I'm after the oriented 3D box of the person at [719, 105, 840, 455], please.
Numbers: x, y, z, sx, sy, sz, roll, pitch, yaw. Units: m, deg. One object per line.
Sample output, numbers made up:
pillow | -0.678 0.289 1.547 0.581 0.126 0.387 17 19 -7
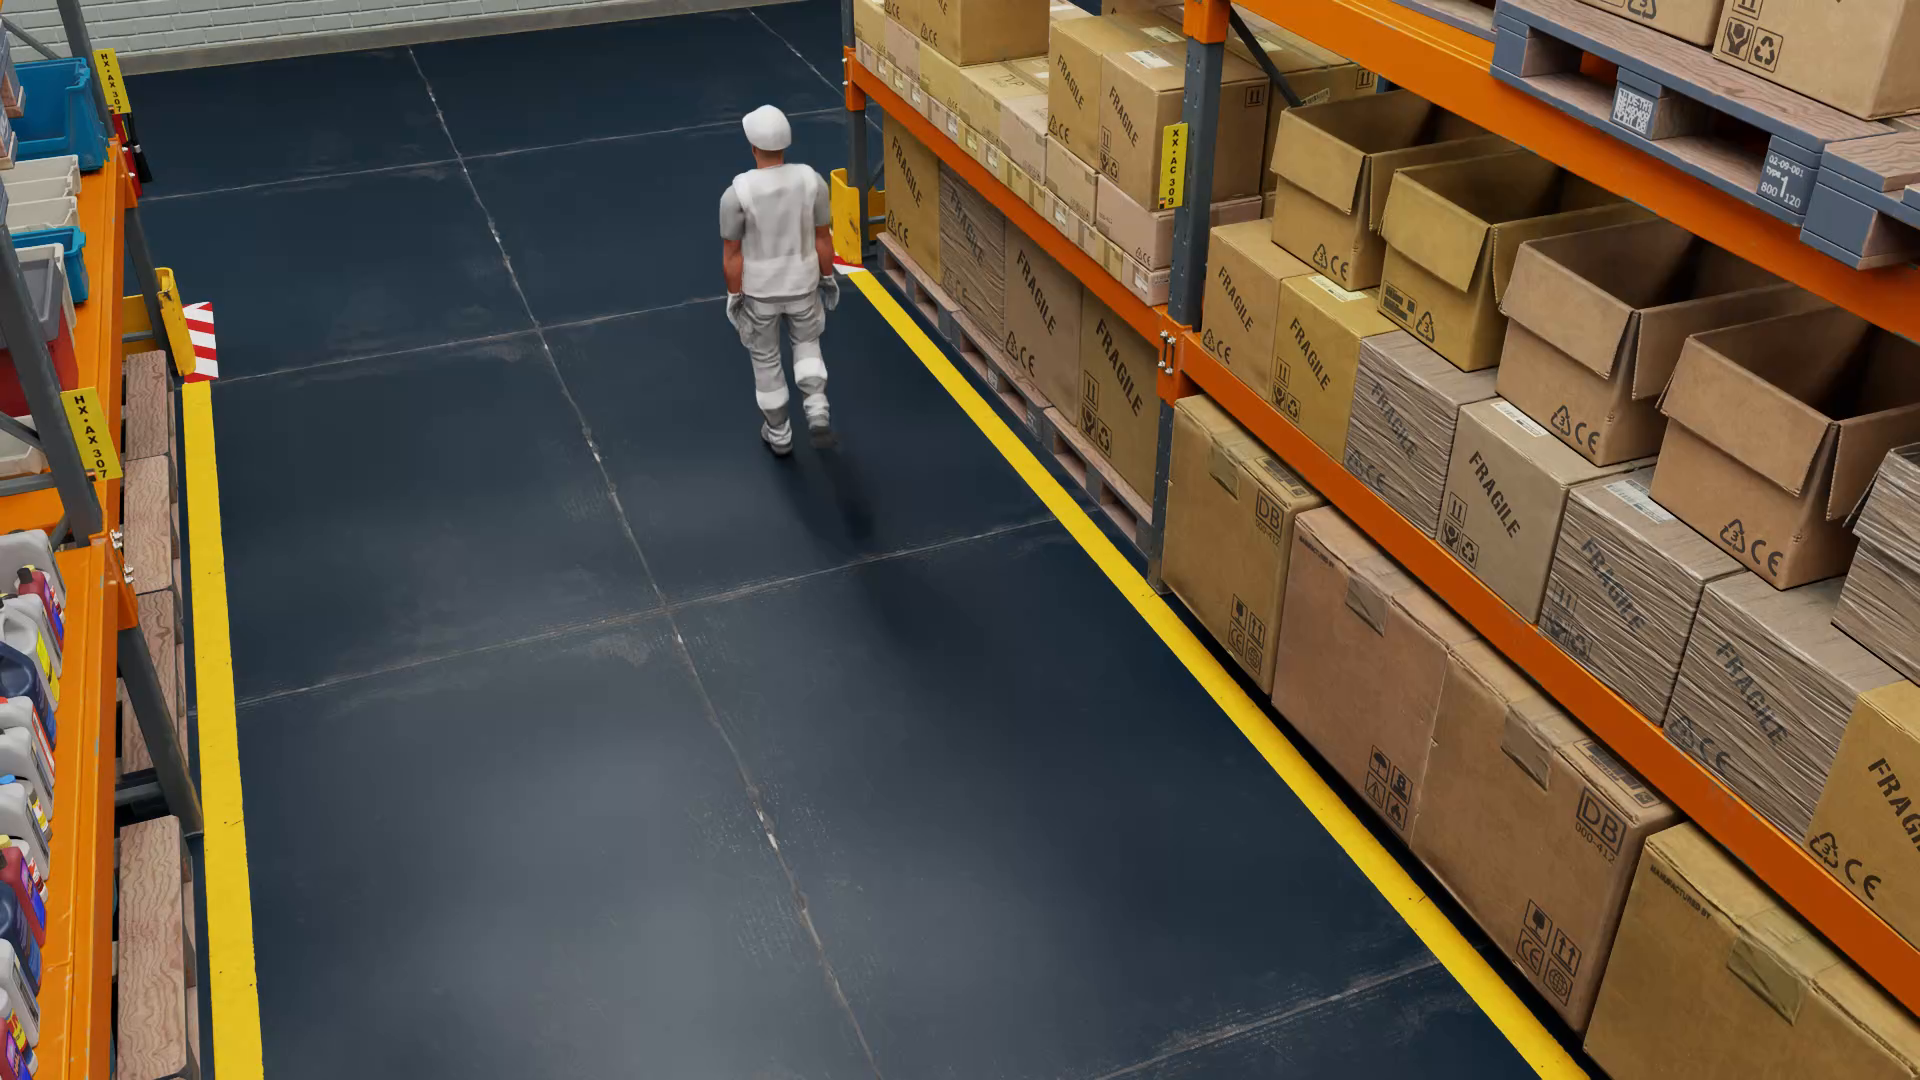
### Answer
person | -0.839 -1.189 7.883 0.563 1.779 0.569 -11 35 -17
